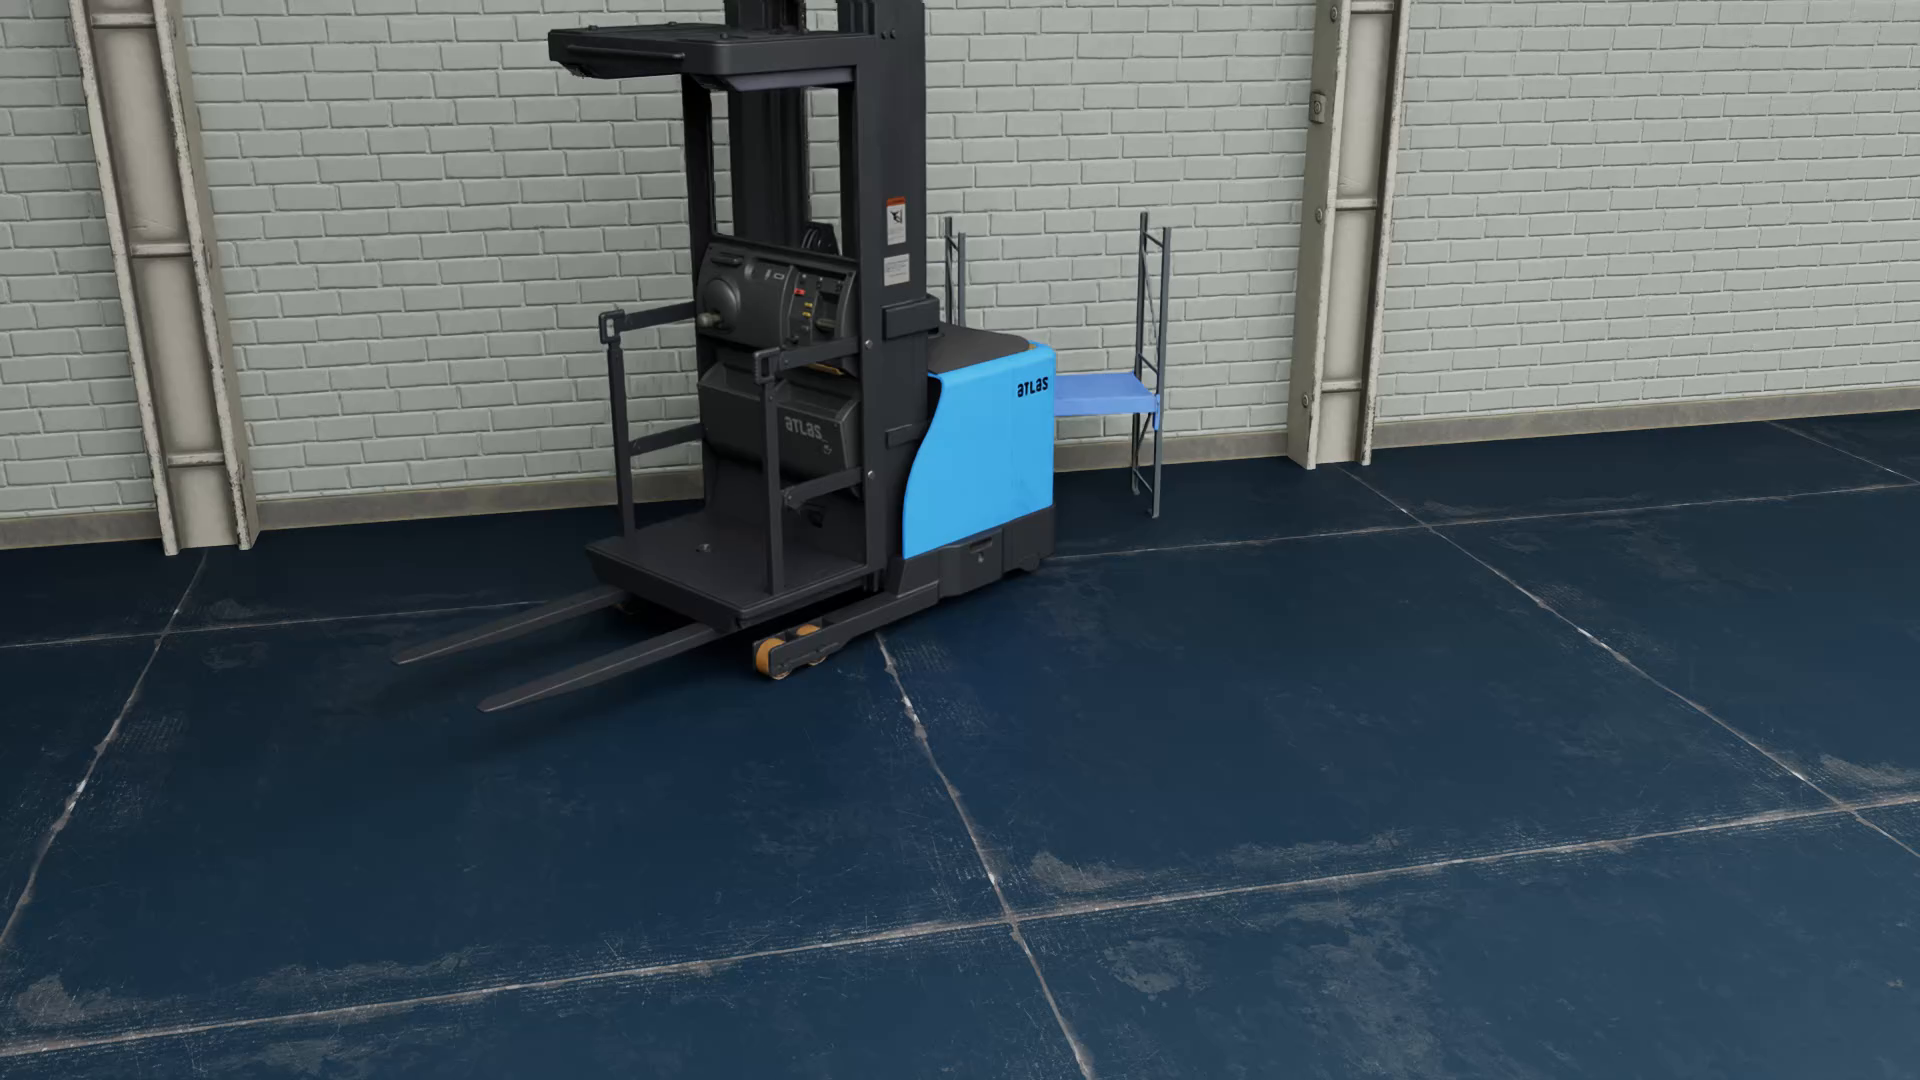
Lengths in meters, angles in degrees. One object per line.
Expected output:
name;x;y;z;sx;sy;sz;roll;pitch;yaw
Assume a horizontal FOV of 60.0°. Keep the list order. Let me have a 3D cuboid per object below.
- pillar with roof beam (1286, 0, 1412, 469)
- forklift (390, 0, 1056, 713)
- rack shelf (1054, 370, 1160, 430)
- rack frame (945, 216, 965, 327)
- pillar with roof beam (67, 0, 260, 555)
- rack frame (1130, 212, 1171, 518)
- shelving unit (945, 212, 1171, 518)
pillar with roof beam;3.108;-3.251;4.107;0.400;9.000;9.100;-5;21;-12
forklift;-0.919;-1.006;6.801;1.130;2.935;3.031;18;27;40
rack shelf;0.478;-0.709;8.594;1.000;0.185;0.538;-3;20;-8
rack frame;-0.025;-0.853;8.463;0.032;1.500;0.500;-3;20;-8
pillar with roof beam;-2.731;-2.776;2.810;0.400;9.000;9.100;-5;21;-12
rack frame;0.981;-0.904;8.601;0.032;1.500;0.500;-3;20;-8
shelving unit;0.478;-0.878;8.532;1.048;1.500;0.538;-3;20;-8
